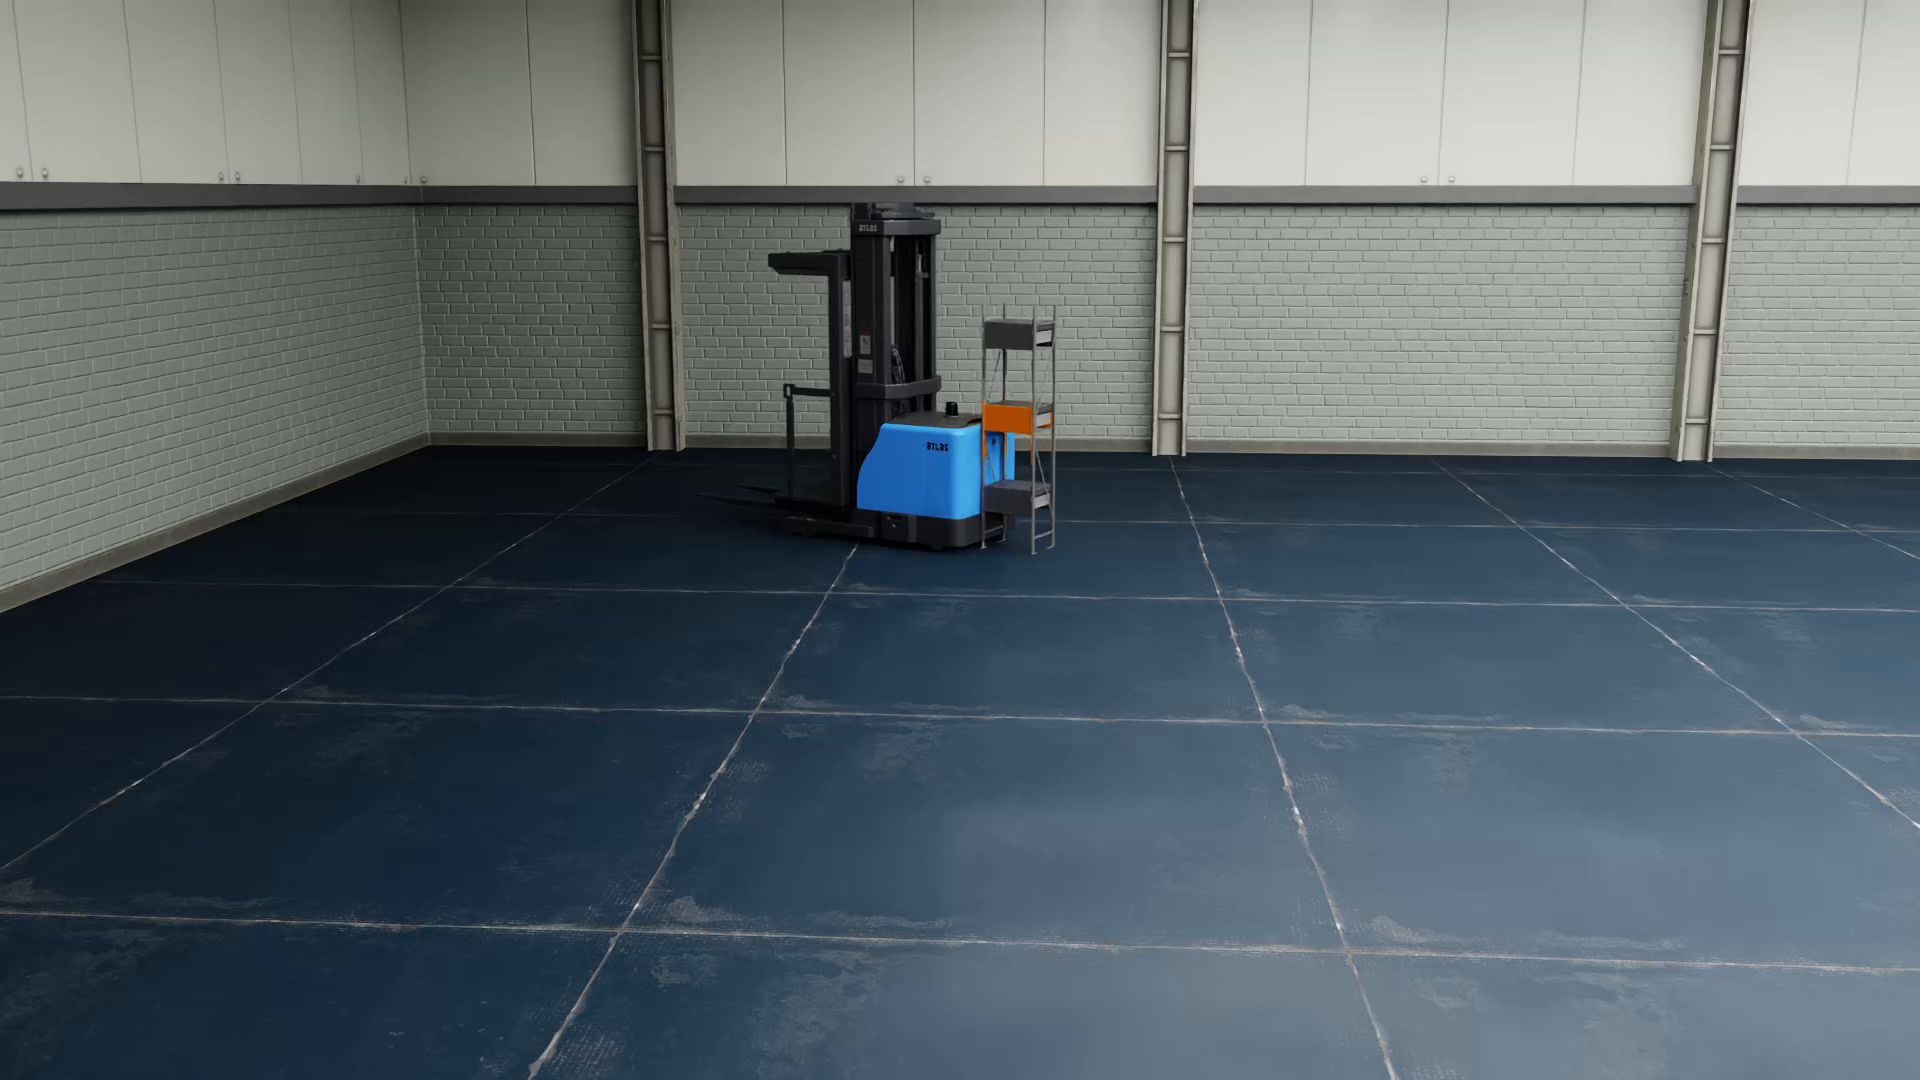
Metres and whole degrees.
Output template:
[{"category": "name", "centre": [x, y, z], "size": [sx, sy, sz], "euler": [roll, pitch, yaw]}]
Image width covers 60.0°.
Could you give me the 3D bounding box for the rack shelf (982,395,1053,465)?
[{"category": "rack shelf", "centre": [0.502, -0.942, 14.211], "size": [0.480, 0.518, 0.431], "euler": [7, 14, 30]}]

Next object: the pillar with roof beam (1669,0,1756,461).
[{"category": "pillar with roof beam", "centre": [8.157, -4.460, 14.111], "size": [0.400, 9.000, 9.100], "euler": [1, 12, 4]}]

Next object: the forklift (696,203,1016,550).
[{"category": "forklift", "centre": [-1.031, -1.546, 14.999], "size": [3.031, 2.935, 1.130], "euler": [7, 14, 30]}]

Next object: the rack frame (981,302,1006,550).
[{"category": "rack frame", "centre": [0.292, -0.981, 14.330], "size": [0.015, 2.100, 0.400], "euler": [7, 14, 30]}]

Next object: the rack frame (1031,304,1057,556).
[{"category": "rack frame", "centre": [0.712, -0.930, 14.087], "size": [0.015, 2.100, 0.400], "euler": [7, 14, 30]}]

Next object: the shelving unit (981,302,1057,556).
[{"category": "shelving unit", "centre": [0.502, -0.956, 14.208], "size": [0.503, 2.100, 0.431], "euler": [7, 14, 30]}]

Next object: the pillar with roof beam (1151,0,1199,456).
[{"category": "pillar with roof beam", "centre": [2.170, -4.542, 14.504], "size": [0.400, 9.000, 9.100], "euler": [1, 12, 4]}]

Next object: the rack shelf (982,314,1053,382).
[{"category": "rack shelf", "centre": [0.502, -1.627, 14.068], "size": [0.480, 0.518, 0.431], "euler": [7, 14, 30]}]

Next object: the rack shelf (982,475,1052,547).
[{"category": "rack shelf", "centre": [0.502, -0.257, 14.355], "size": [0.480, 0.518, 0.431], "euler": [7, 14, 30]}]

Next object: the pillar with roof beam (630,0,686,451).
[{"category": "pillar with roof beam", "centre": [-3.816, -4.624, 14.896], "size": [0.400, 9.000, 9.100], "euler": [1, 12, 4]}]
